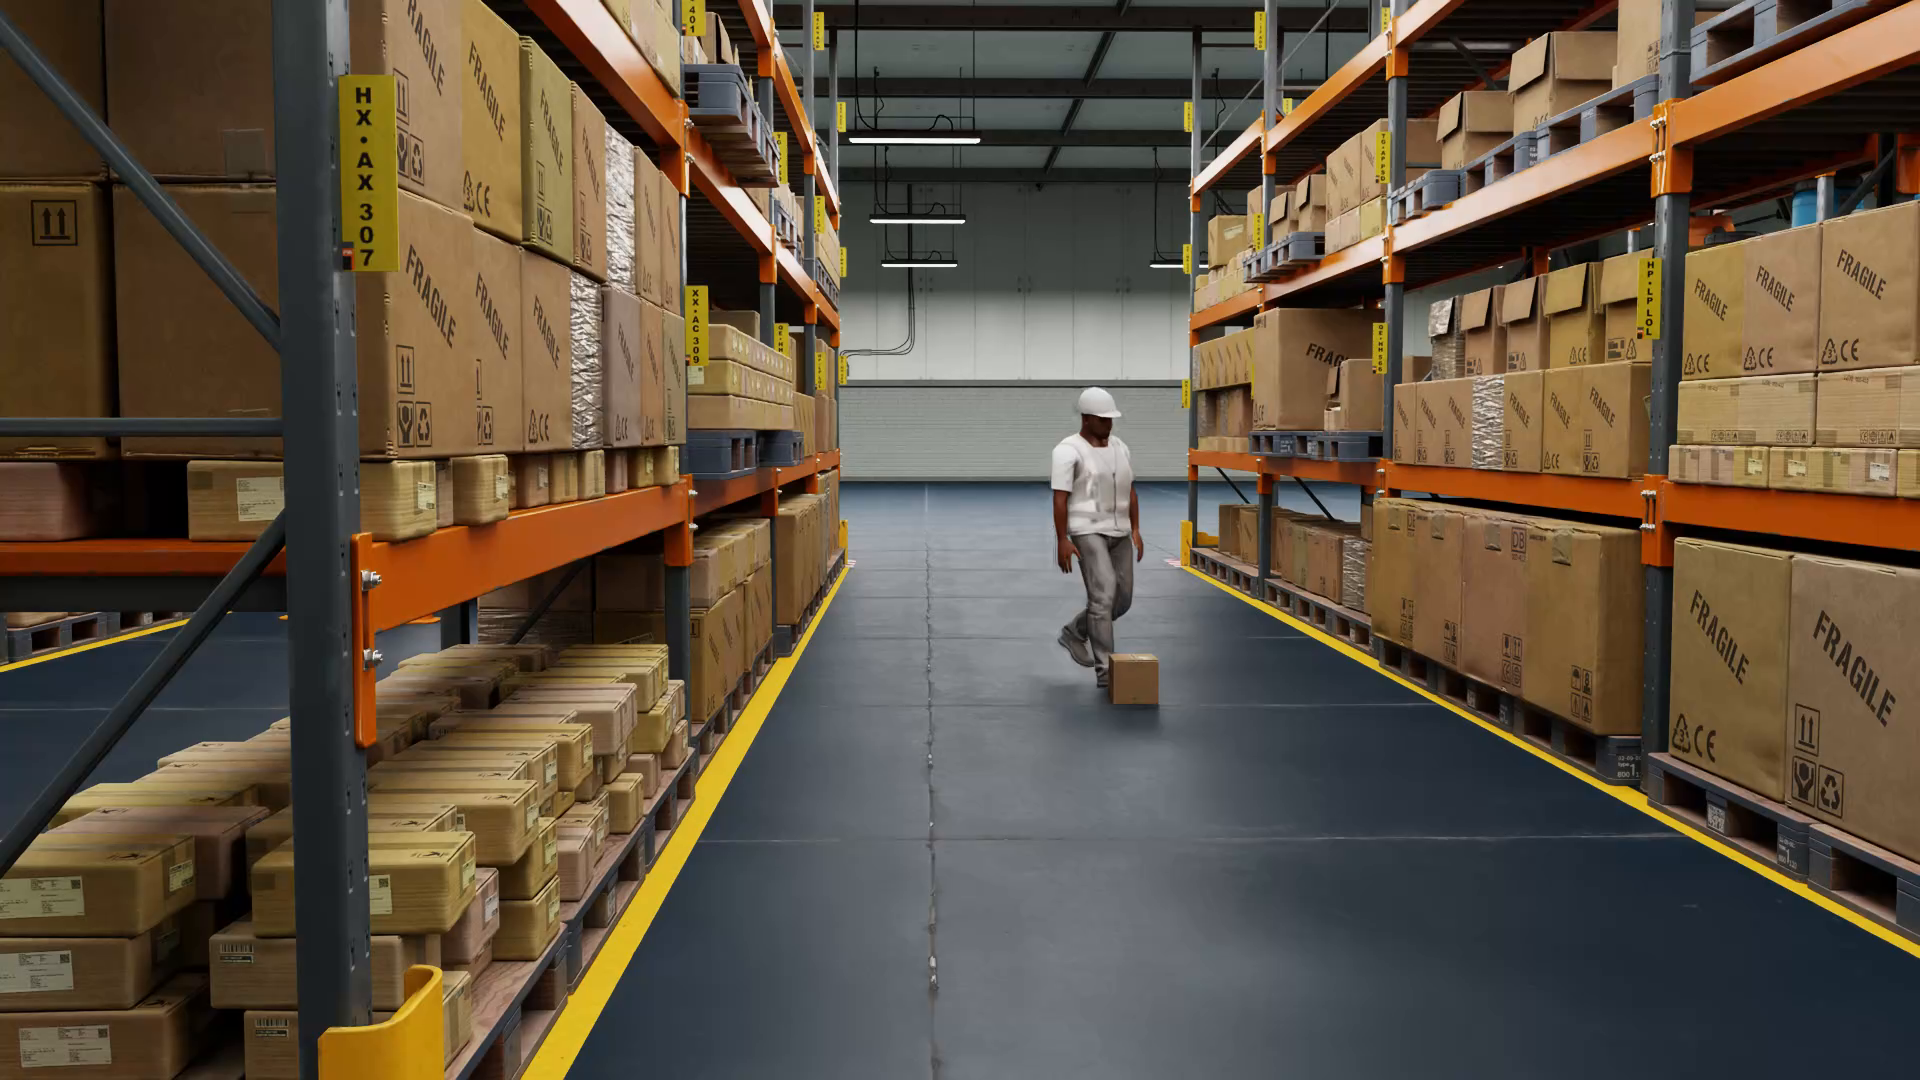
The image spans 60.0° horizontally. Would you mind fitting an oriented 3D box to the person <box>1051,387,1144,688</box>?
[{"bbox_3d":[0.816,-0.023,9.822,0.591,1.753,0.809,-3,5,-40],"label":"person"}]
